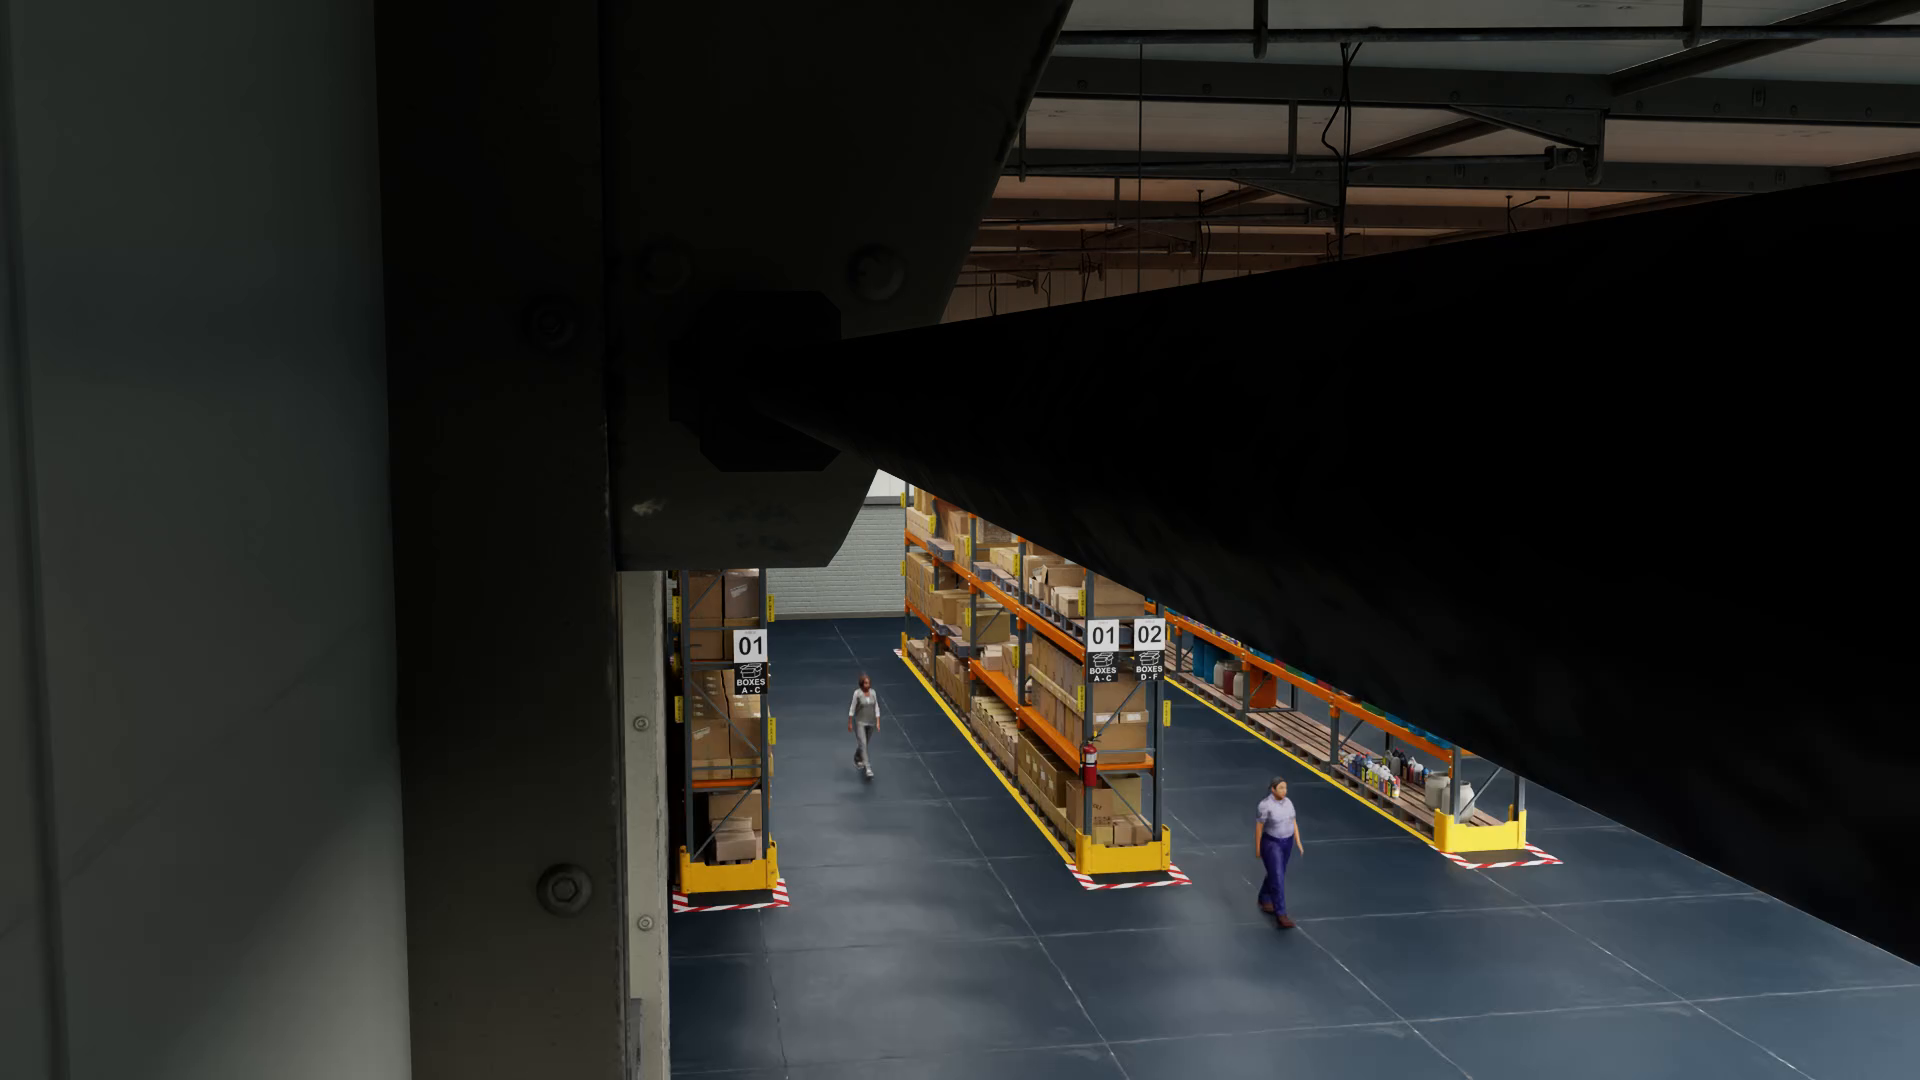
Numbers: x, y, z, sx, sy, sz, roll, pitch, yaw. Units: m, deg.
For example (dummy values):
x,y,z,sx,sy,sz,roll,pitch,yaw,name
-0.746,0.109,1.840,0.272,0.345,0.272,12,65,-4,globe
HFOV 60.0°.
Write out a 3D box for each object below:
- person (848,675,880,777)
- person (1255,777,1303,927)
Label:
x,y,z,sx,sy,sz,roll,pitch,yaw,name
-1.461,2.863,25.830,0.453,1.543,0.969,-4,7,-34,person
3.679,3.535,19.095,0.546,1.616,0.827,-4,7,-37,person
